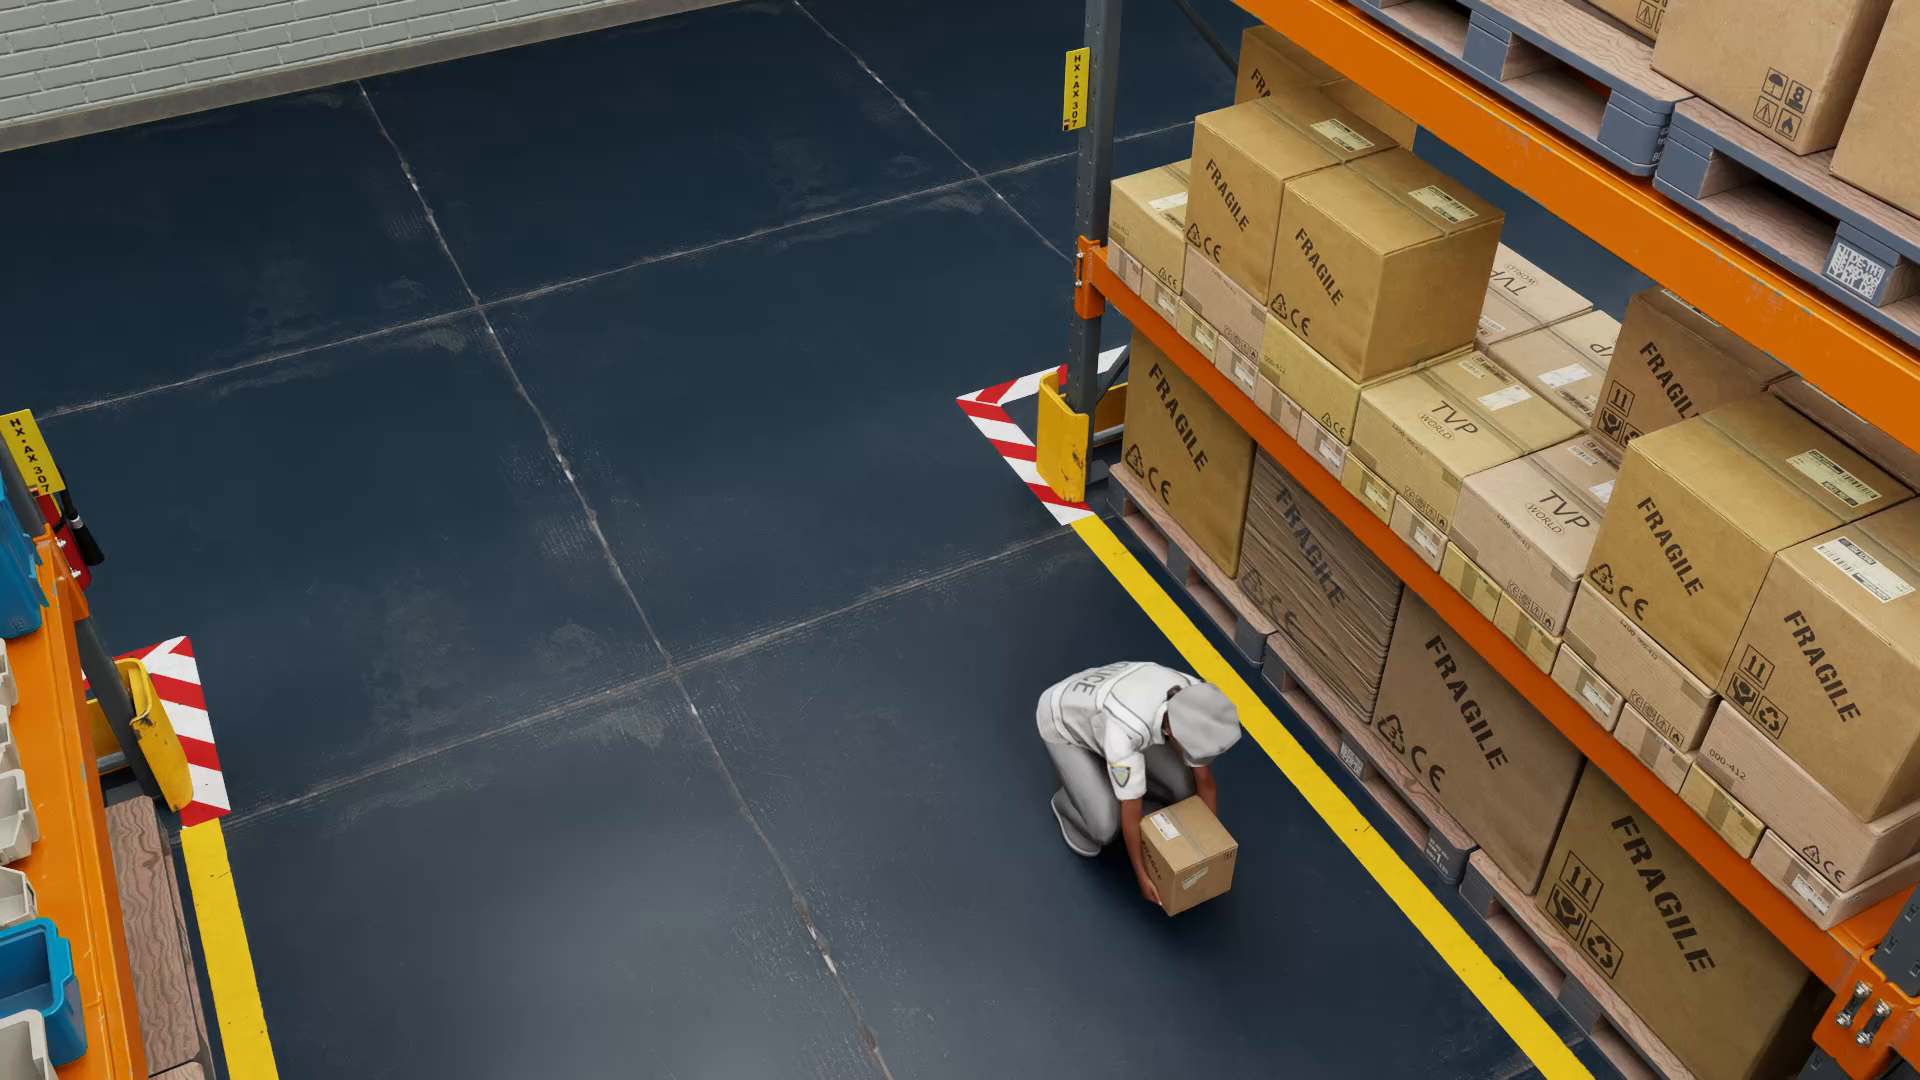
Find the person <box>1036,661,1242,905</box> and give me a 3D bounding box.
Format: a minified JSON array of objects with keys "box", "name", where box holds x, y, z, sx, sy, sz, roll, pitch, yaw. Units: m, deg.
[{"box":[0.618,0.762,5.827,0.463,0.978,0.857,-20,45,-21],"name":"person"}]
